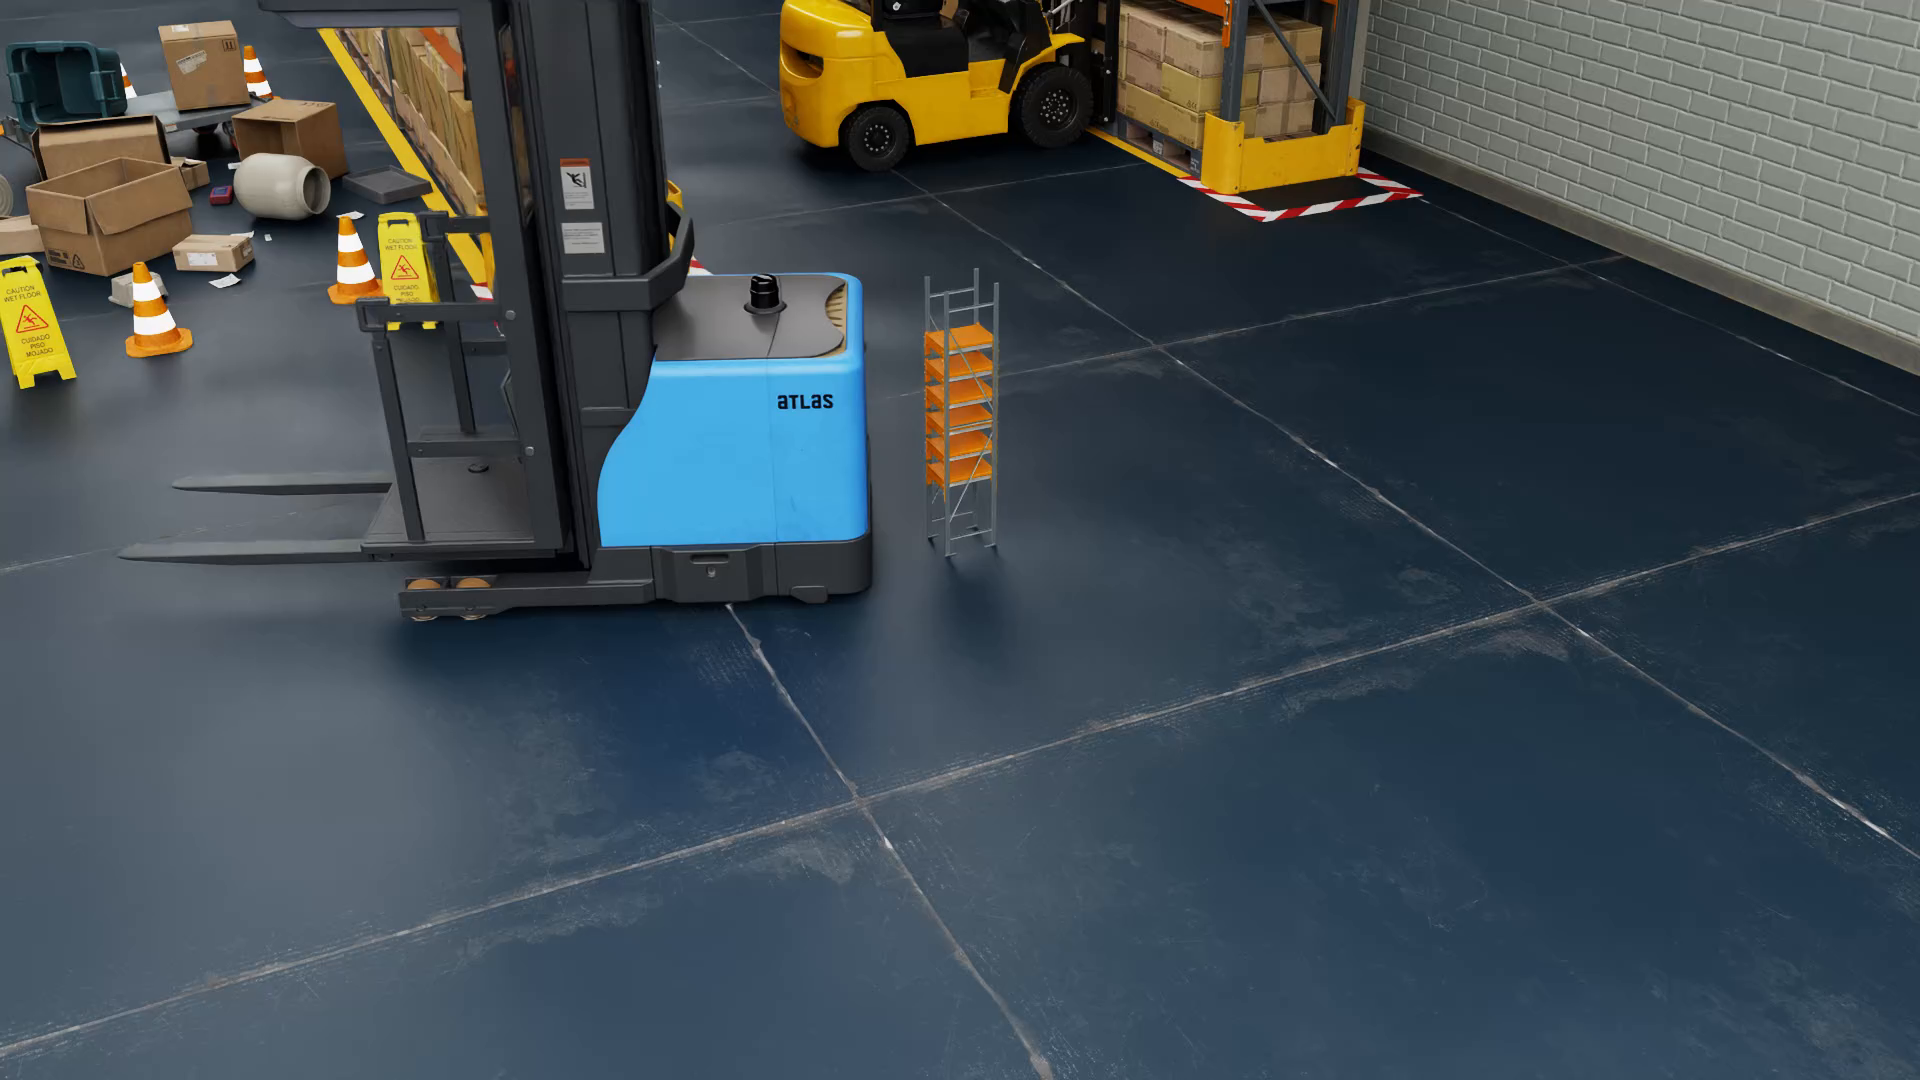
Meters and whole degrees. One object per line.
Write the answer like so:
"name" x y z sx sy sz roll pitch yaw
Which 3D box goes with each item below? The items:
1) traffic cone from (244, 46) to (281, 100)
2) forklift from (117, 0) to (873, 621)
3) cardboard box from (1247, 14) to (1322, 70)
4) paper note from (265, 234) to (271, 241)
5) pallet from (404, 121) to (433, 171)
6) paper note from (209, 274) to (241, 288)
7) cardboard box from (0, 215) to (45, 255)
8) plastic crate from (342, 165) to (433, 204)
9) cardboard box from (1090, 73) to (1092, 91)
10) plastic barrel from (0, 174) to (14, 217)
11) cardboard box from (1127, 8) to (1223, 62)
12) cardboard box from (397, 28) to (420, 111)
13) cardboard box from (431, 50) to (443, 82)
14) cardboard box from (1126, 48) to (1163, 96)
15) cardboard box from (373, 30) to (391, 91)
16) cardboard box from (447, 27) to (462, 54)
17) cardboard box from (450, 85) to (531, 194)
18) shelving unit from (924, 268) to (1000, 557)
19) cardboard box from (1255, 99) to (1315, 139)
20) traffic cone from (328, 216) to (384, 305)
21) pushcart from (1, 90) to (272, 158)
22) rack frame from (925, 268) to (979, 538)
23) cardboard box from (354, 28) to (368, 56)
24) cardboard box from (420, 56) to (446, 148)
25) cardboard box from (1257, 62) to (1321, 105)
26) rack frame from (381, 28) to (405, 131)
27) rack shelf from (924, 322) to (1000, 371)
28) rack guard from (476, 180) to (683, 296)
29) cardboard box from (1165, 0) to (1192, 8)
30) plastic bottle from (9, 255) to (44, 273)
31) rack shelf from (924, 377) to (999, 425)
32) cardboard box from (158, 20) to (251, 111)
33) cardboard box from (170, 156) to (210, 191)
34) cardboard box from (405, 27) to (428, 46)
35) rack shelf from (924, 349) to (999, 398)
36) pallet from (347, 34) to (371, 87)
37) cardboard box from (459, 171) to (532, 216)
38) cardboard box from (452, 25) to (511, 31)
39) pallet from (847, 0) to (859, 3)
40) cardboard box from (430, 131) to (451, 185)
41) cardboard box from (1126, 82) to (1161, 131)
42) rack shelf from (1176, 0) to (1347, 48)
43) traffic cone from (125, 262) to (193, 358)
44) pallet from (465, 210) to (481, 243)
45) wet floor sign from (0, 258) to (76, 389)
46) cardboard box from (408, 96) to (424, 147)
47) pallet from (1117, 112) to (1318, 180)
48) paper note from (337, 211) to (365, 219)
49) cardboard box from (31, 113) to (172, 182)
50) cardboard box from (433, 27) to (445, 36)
"traffic cone" -5.728 -3.770 13.501 0.336 0.463 0.334 -13 32 -22
"forklift" -1.893 -1.219 6.427 3.031 2.935 1.130 -1 29 -3
"cardboard box" 2.232 -3.572 11.913 0.500 0.250 0.500 -14 32 -23
"paper note" -4.461 -1.950 10.718 0.032 0.001 0.123 -13 32 -22
"pallet" -3.611 -3.118 12.594 1.003 0.211 1.213 -13 32 -22
"paper note" -4.417 -1.561 10.002 0.142 0.019 0.148 26 38 38
"cardboard box" -5.957 -1.974 10.499 0.396 0.266 0.258 -8 30 -13
"plastic crate" -3.998 -2.484 11.598 0.583 0.080 0.402 26 38 38
"cardboard box" 1.126 -3.694 13.153 0.500 0.250 0.500 -12 31 -20
"plastic barrel" -6.486 -2.236 10.805 0.512 0.421 0.421 7 30 13
"cardboard box" 1.564 -3.682 12.109 0.500 0.250 0.500 -12 32 -21
"cardboard box" -3.681 -3.383 11.831 0.500 0.500 0.500 -12 31 -20
"cardboard box" -3.117 -3.009 10.501 0.380 0.149 0.250 -13 32 -21
"cardboard box" 1.571 -3.475 12.251 0.500 0.250 0.500 -13 32 -22
"cardboard box" -4.158 -3.891 13.380 0.950 0.372 0.625 -13 32 -21
"cardboard box" -2.777 -2.955 9.711 0.380 0.149 0.250 -13 32 -23
"cardboard box" -2.793 -2.466 10.196 0.500 0.500 0.500 -13 32 -22
"shelving unit" 0.006 -0.517 6.945 0.258 1.200 0.189 -13 32 -22
"cardboard box" 2.233 -3.142 12.168 0.500 0.250 0.500 -13 32 -22
"traffic cone" -3.564 -1.669 9.753 0.336 0.463 0.334 -13 32 -22
"pushcart" -5.969 -2.979 12.176 0.936 0.377 1.648 26 38 38
"rack frame" -0.033 -0.557 7.017 0.240 1.200 0.006 -13 32 -22
"cardboard box" -4.770 -4.515 14.492 0.950 0.372 0.625 -12 31 -20
"cardboard box" -3.231 -2.920 11.006 0.500 0.500 0.500 -14 32 -23
"cardboard box" 2.253 -3.353 12.034 0.500 0.250 0.500 -12 32 -21
"rack frame" -3.931 -4.623 12.428 1.000 3.000 0.127 -13 32 -22
"rack shelf" 0.006 -0.792 6.791 0.258 0.103 0.180 -13 32 -22
"rack guard" -2.246 -1.799 9.948 1.175 0.500 0.348 -13 32 -22
"cardboard box" 1.809 -4.015 12.703 0.500 0.250 0.500 -13 32 -22
"plastic bottle" -5.747 -1.692 10.204 0.283 0.061 0.133 26 38 38
"rack shelf" 0.006 -0.583 6.908 0.258 0.103 0.180 -13 32 -22
"cardboard box" -5.526 -3.476 12.164 0.500 0.500 0.500 -13 32 -22
"cardboard box" -5.520 -2.620 11.651 0.396 0.266 0.258 13 32 21
"cardboard box" -3.582 -3.487 11.353 0.380 0.149 0.250 -11 31 -19
"rack shelf" 0.006 -0.688 6.849 0.258 0.103 0.180 -13 32 -22
"pallet" -4.794 -4.290 14.685 1.003 0.211 1.213 -13 32 -22
"cardboard box" -2.814 -2.151 10.401 0.500 0.250 0.500 -13 32 -22
"cardboard box" -2.696 -3.211 9.504 0.500 0.500 0.500 -14 32 -23
"pallet" -0.849 -5.846 17.459 1.003 0.211 1.213 -13 32 -22
"cardboard box" -3.249 -2.601 11.204 0.500 0.250 0.500 -14 32 -24
"cardboard box" 1.576 -3.247 12.355 0.500 0.250 0.500 -13 32 -22
"rack shelf" 1.409 -4.470 12.890 1.077 0.370 4.000 -13 32 -22
"traffic cone" -4.420 -1.285 9.069 0.336 0.463 0.334 -13 32 -22
"pallet" -2.563 -2.040 10.672 1.003 0.211 1.213 -13 32 -22
"wet floor sign" -4.840 -1.148 8.638 0.267 0.644 0.232 -19 35 -30
"cardboard box" -3.682 -3.056 12.015 0.500 0.250 0.500 -11 31 -19
"pallet" 1.901 -3.013 12.407 1.003 0.211 1.213 -13 32 -22
"paper note" -4.059 -2.167 11.083 0.148 0.019 0.142 26 38 38
"cardboard box" -5.663 -2.482 11.023 0.797 0.637 0.503 -13 32 -22
"cardboard box" -3.005 -3.181 10.112 0.380 0.149 0.250 -13 32 -21
